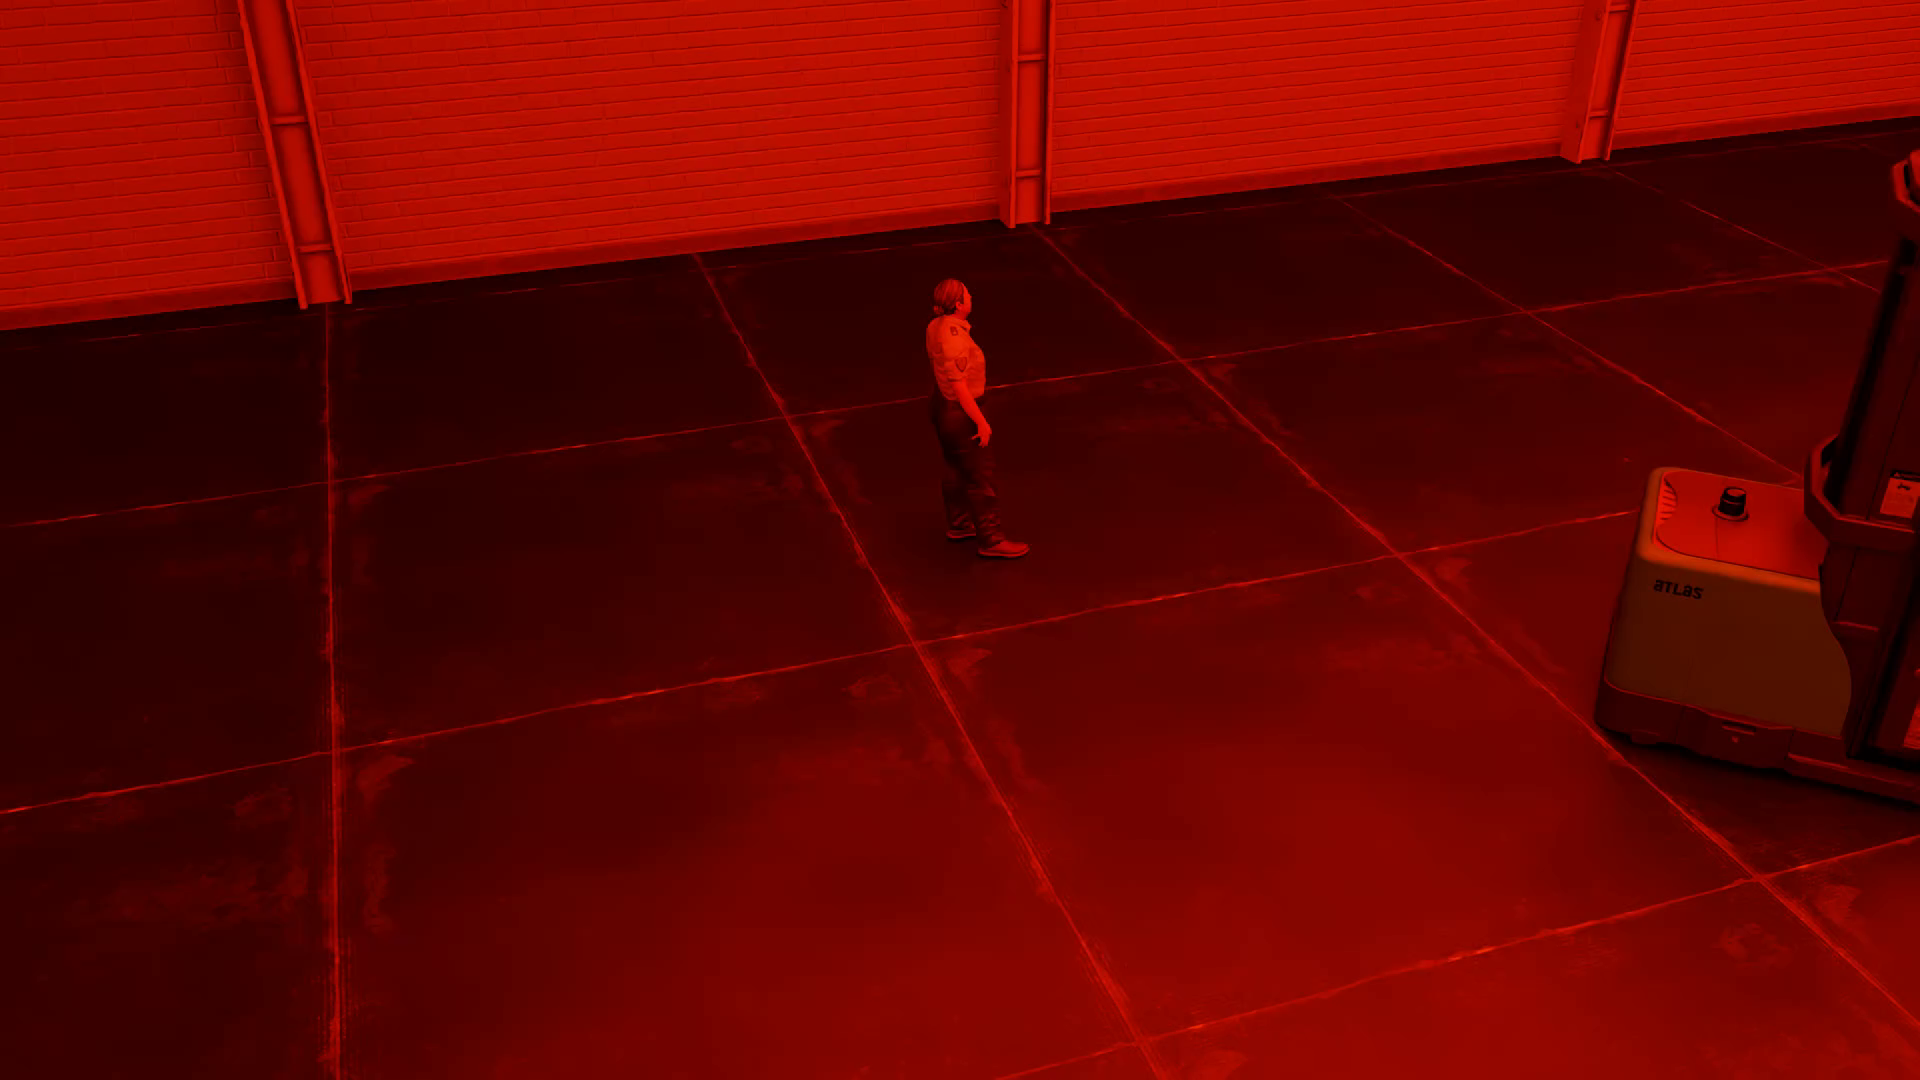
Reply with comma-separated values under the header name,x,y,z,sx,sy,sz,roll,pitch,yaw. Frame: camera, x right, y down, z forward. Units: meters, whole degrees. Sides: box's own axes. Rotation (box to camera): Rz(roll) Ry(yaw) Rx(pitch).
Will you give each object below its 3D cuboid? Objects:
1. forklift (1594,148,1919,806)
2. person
name,x,y,z,sx,sy,sz,roll,pitch,yaw
forklift,4.744,-0.220,7.469,3.031,2.935,1.130,12,32,20
person,0.093,-0.723,9.617,0.502,1.651,0.598,-10,31,-16
